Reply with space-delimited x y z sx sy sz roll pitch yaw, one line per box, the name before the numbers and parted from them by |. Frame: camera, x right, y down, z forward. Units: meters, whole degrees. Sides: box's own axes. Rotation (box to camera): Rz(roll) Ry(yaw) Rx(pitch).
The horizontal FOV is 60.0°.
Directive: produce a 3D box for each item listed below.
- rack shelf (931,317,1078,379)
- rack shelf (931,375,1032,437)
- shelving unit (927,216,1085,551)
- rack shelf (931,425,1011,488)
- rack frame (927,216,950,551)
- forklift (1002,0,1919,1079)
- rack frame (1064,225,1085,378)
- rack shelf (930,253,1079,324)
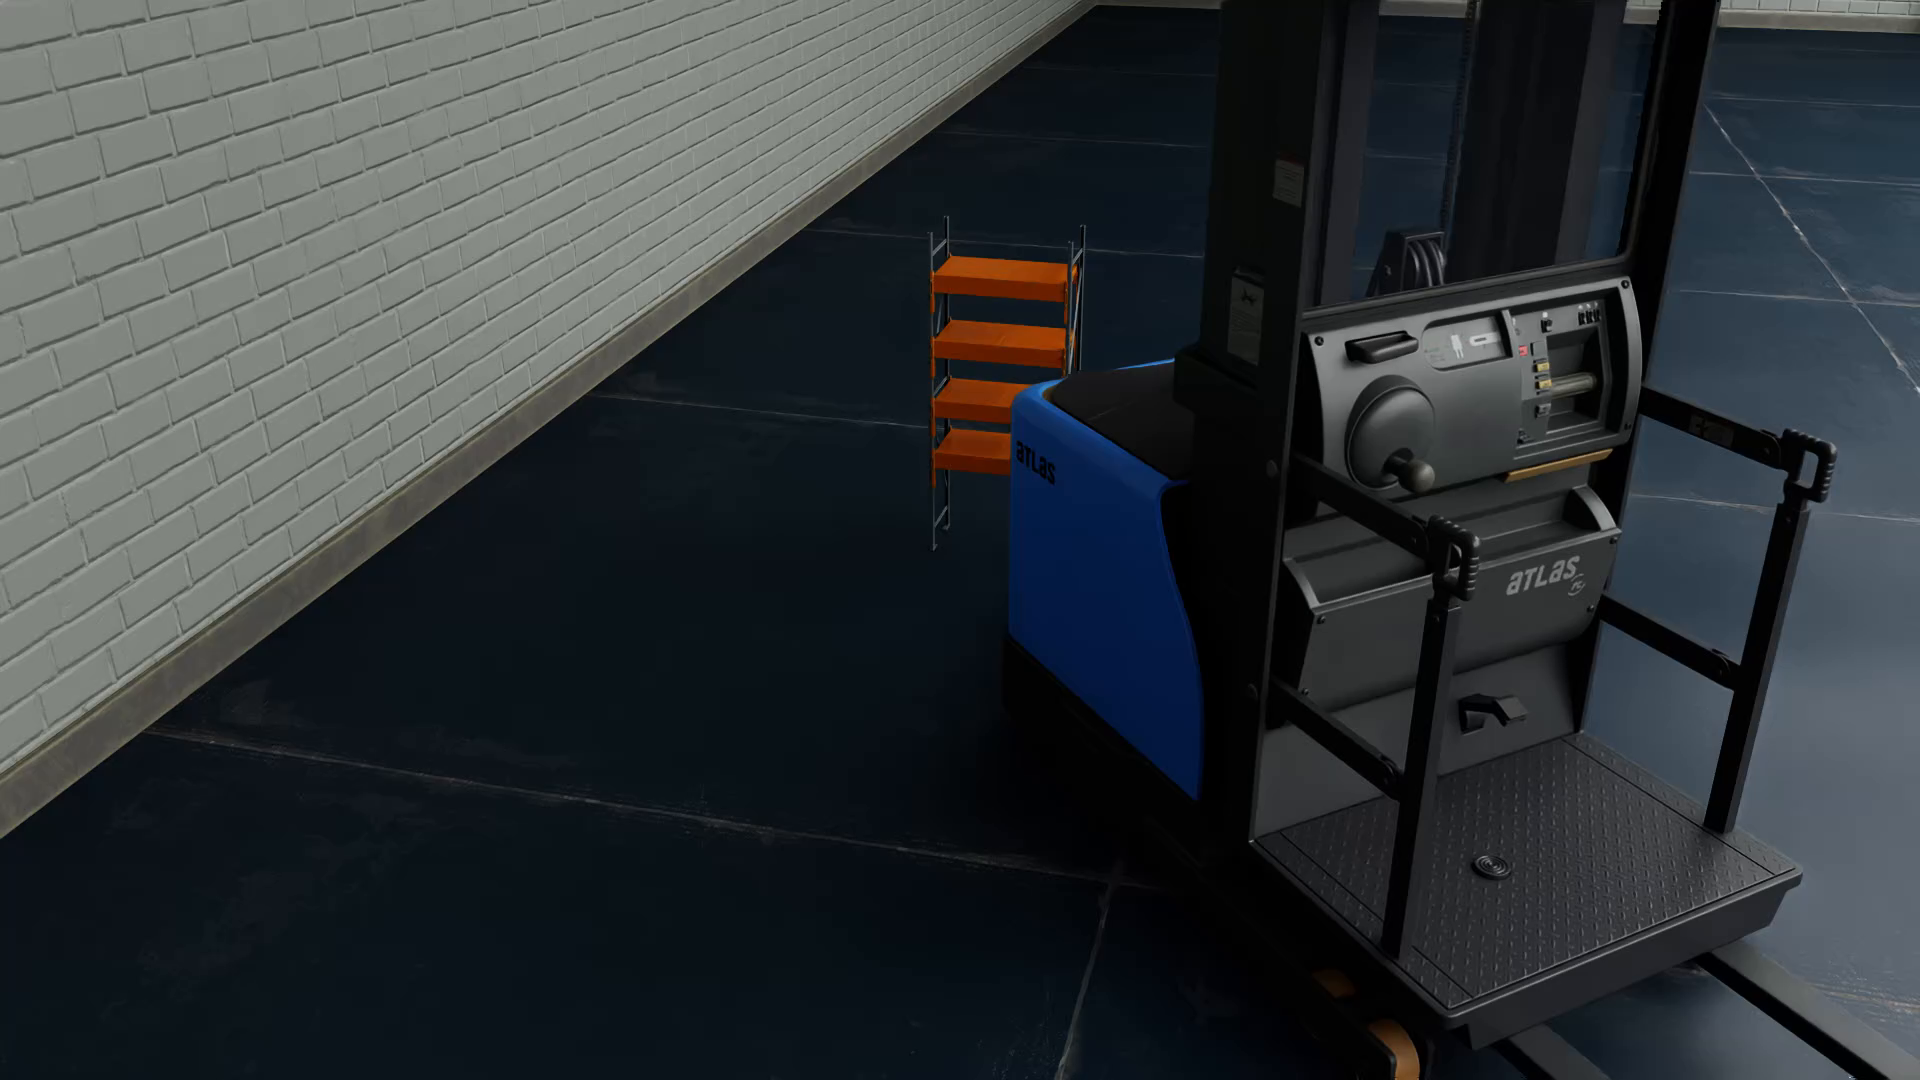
rack shelf | 0.160 -0.665 5.888 0.480 0.148 0.258 6 26 13
rack shelf | 0.160 -0.463 5.984 0.480 0.148 0.258 6 26 13
shelving unit | 0.160 -0.524 5.955 0.503 1.200 0.258 6 26 13
rack shelf | 0.160 -0.284 6.069 0.480 0.148 0.258 6 26 13
rack frame | -0.076 -0.550 6.010 0.015 1.200 0.240 6 26 13
forklift | 1.250 -0.316 3.505 1.130 2.935 3.031 -12 28 -24
rack frame | 0.397 -0.498 5.900 0.015 1.200 0.240 6 26 13
rack shelf | 0.160 -0.879 5.786 0.480 0.148 0.258 6 26 13
